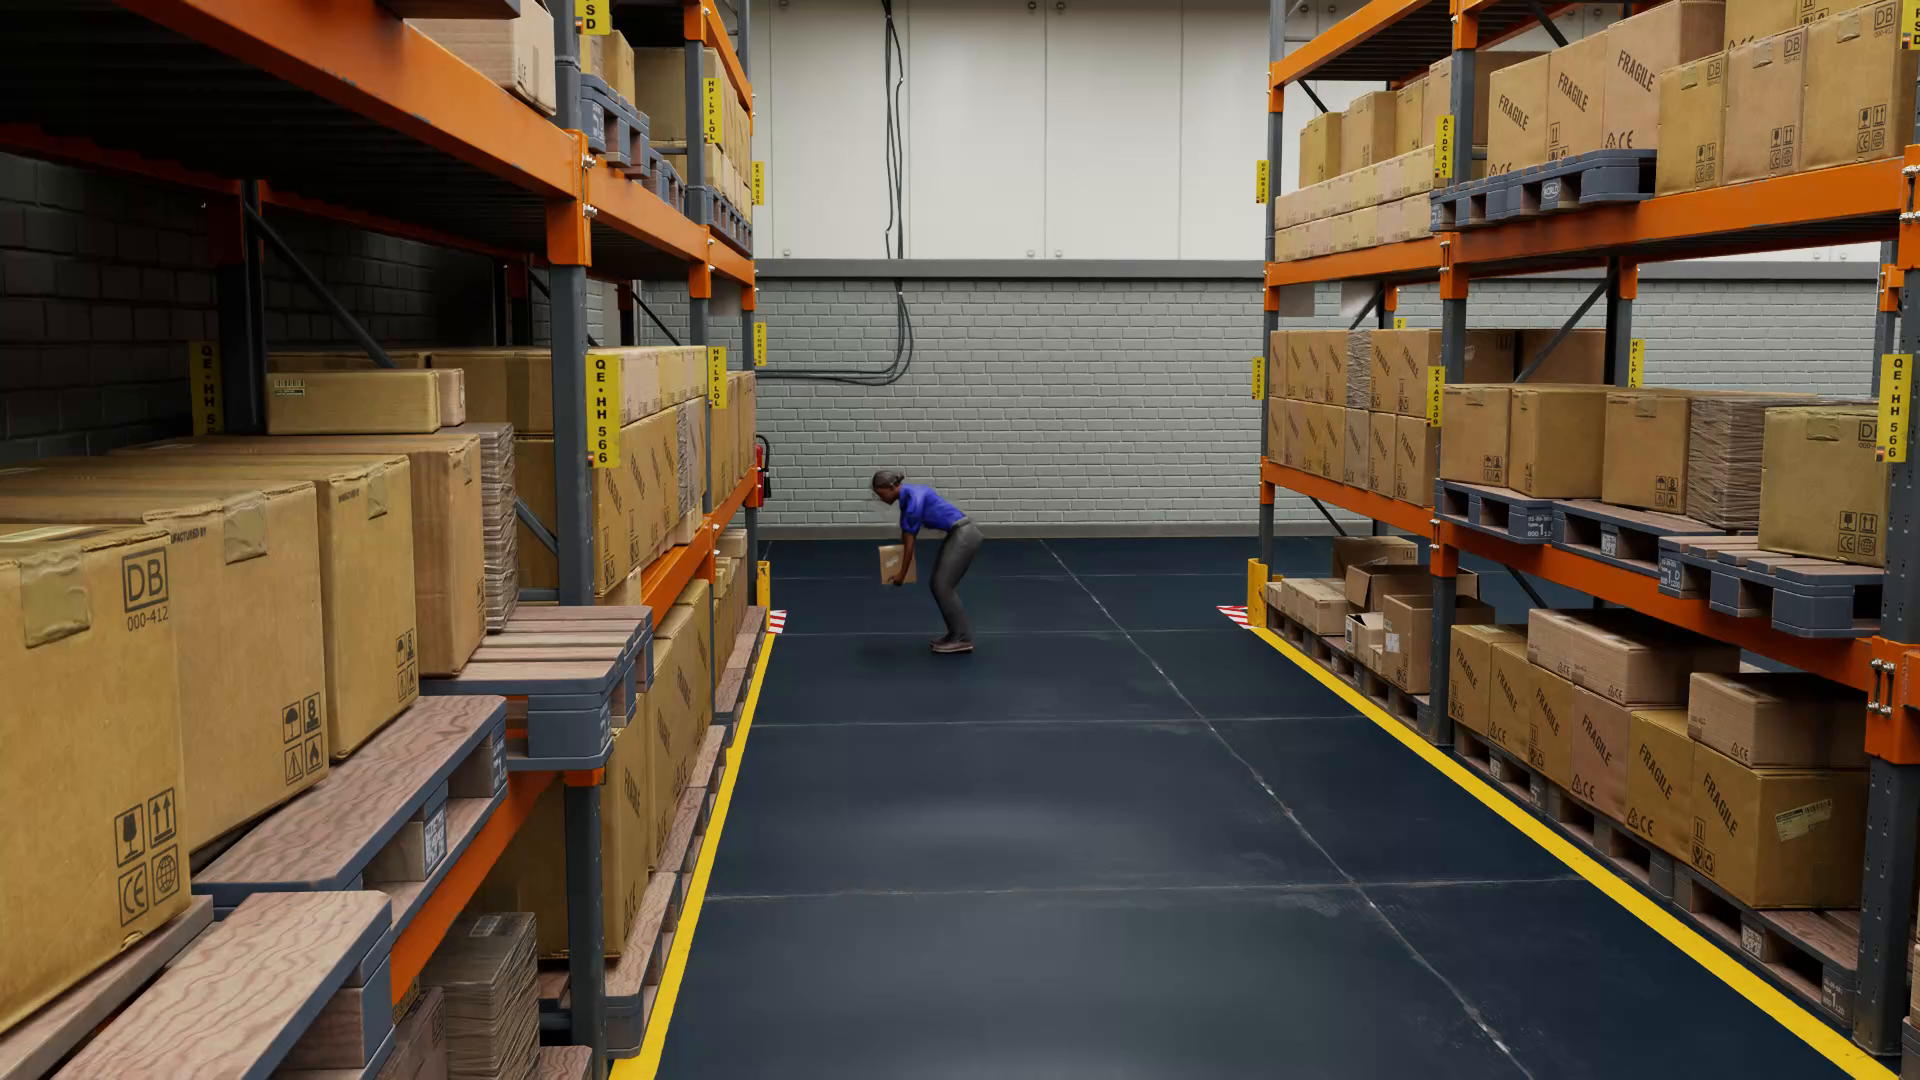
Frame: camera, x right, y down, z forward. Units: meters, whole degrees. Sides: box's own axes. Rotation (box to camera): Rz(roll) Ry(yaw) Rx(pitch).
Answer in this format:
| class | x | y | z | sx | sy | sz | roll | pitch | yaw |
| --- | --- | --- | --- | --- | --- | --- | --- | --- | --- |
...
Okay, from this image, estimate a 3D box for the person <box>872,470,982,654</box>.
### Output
| class | x | y | z | sx | sy | sz | roll | pitch | yaw |
| --- | --- | --- | --- | --- | --- | --- | --- | --- | --- |
| person | -0.239 | 0.147 | 12.004 | 0.788 | 1.316 | 0.418 | -1 | 7 | -5 |
